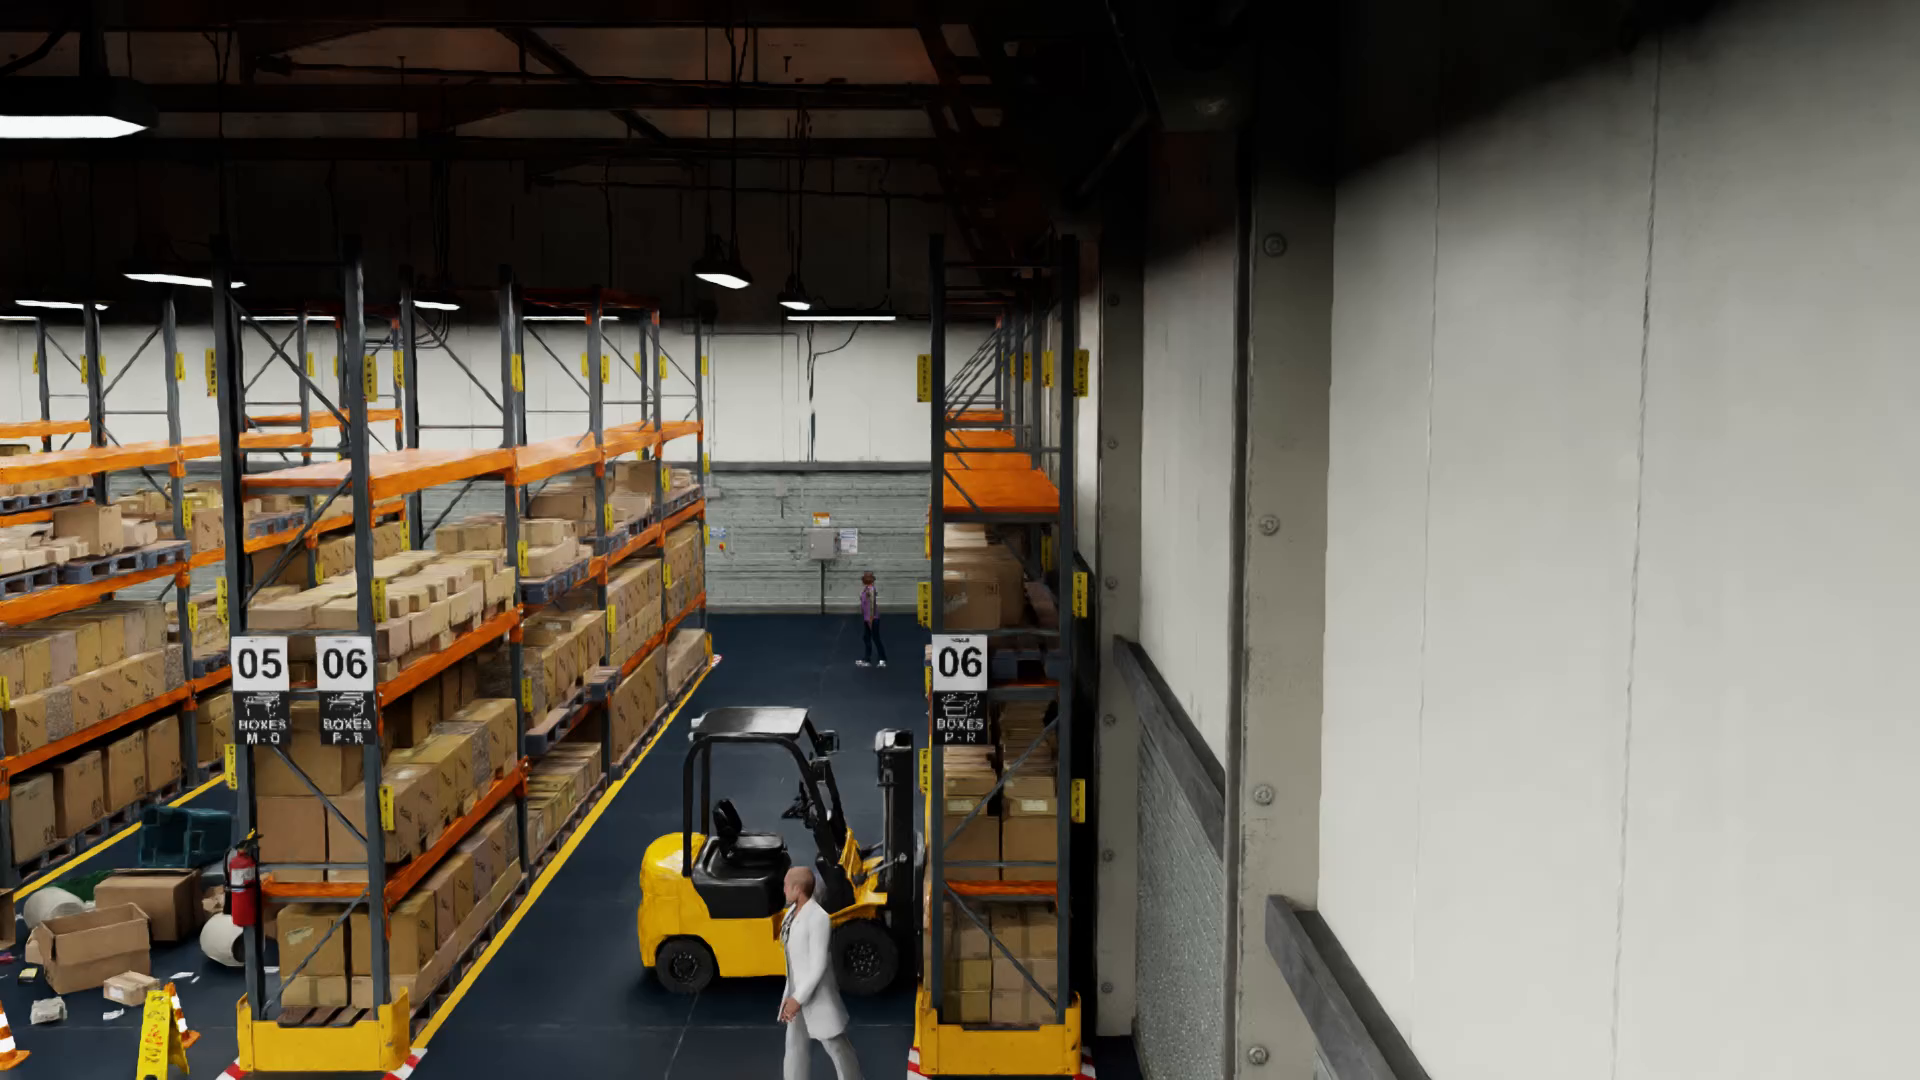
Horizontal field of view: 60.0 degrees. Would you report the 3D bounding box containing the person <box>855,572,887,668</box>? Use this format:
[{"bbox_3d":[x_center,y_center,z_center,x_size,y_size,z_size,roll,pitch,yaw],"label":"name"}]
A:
[{"bbox_3d":[-1.475,1.321,27.674,0.481,1.597,0.529,-1,6,-13],"label":"person"}]

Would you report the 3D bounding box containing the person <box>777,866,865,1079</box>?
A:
[{"bbox_3d":[-0.983,3.059,11.199,0.767,1.766,0.604,-4,7,-31],"label":"person"}]

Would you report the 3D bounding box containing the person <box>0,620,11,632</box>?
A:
[{"bbox_3d":[-12.563,1.883,21.959,0.603,1.724,1.104,0,6,-1],"label":"person"}]
